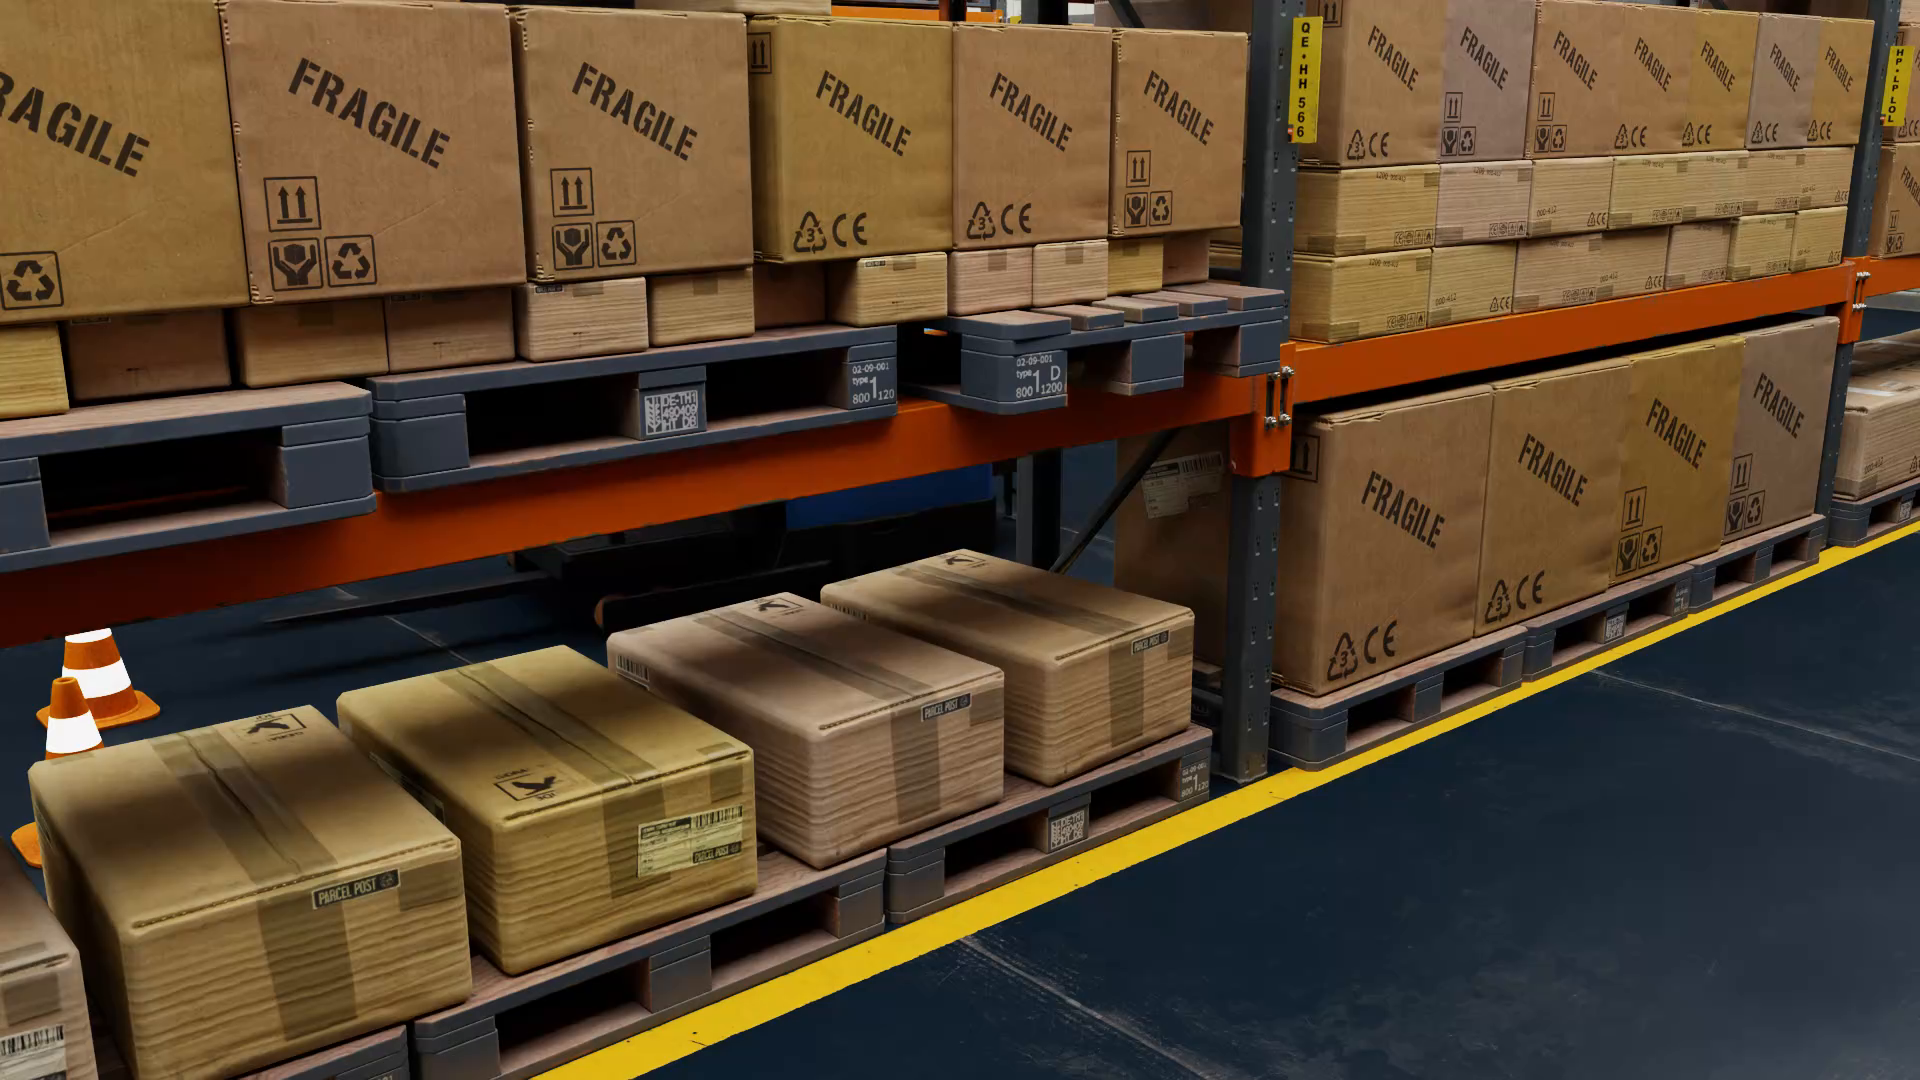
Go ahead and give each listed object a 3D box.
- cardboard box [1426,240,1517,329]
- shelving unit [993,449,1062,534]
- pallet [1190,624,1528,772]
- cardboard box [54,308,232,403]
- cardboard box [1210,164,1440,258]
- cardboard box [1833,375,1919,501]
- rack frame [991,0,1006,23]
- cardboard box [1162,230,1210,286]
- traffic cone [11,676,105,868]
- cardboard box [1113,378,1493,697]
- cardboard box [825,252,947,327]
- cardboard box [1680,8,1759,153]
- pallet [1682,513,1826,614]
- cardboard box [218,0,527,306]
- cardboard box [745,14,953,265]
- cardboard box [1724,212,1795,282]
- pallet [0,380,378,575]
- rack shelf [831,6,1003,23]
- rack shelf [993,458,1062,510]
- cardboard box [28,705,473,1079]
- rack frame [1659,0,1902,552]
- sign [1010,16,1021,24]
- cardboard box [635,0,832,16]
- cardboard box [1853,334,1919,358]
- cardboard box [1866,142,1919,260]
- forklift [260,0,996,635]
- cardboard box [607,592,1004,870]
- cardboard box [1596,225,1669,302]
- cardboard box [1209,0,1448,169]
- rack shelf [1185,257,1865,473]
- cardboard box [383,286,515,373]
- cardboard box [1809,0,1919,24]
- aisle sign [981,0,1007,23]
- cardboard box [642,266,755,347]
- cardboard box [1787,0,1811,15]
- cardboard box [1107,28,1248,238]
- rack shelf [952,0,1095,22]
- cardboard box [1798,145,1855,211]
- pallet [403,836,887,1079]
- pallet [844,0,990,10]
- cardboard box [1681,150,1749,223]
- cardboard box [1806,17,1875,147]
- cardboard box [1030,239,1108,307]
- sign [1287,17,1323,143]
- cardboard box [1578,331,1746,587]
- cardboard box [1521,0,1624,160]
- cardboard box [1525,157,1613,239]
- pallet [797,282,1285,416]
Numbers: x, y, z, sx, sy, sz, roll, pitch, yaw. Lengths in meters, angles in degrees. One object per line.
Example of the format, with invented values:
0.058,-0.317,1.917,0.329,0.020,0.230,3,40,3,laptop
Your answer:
1.469,-0.868,5.476,0.500,0.250,0.500,-13,20,-41,cardboard box
0.157,-1.045,7.594,0.503,2.100,0.431,-11,19,-36,shelving unit
1.203,0.413,5.796,1.213,0.211,1.003,-13,19,-39,pallet
-1.476,-0.355,2.940,0.250,0.149,0.380,-11,19,-36,cardboard box
1.104,-1.022,5.087,0.500,0.250,0.500,-13,20,-40,cardboard box
4.121,-0.544,8.124,0.875,0.438,0.875,-13,20,-40,cardboard box
0.089,-4.100,17.287,0.127,3.000,1.000,-13,19,-39,rack frame
0.466,-0.796,4.590,0.250,0.149,0.380,-12,19,-37,cardboard box
-2.442,0.605,4.588,0.334,0.463,0.336,-13,19,-39,traffic cone
1.135,-0.093,5.589,0.875,0.875,0.875,-13,20,-40,cardboard box
-0.243,-0.594,3.836,0.250,0.149,0.380,-12,19,-38,cardboard box
2.624,-1.729,6.279,0.500,0.500,0.500,-12,19,-38,cardboard box
3.044,-0.001,7.343,1.213,0.211,1.003,-13,19,-39,pallet
-1.157,-0.723,3.059,0.500,0.500,0.500,-13,20,-40,cardboard box
-0.364,-0.904,3.738,0.500,0.500,0.500,-14,21,-43,cardboard box
3.019,-1.210,6.757,0.500,0.250,0.500,-13,20,-40,cardboard box
-1.786,-0.146,2.858,1.213,0.211,1.003,-13,19,-39,pallet
-1.420,-4.863,15.725,4.000,0.370,1.077,-13,19,-39,rack shelf
0.157,-0.356,7.779,0.480,0.518,0.431,-11,19,-36,rack shelf
-1.524,0.717,3.532,0.625,0.372,0.950,-11,19,-36,cardboard box
3.577,-1.493,7.528,0.127,3.000,1.000,-13,19,-39,rack frame
0.192,-1.483,5.244,0.005,0.325,0.100,-13,19,-39,sign
-0.490,-1.192,3.559,0.250,0.149,0.380,-14,20,-42,cardboard box
5.477,-0.848,9.263,0.875,0.438,0.875,-12,19,-38,cardboard box
4.103,-1.570,7.622,0.500,0.500,0.500,-12,19,-38,cardboard box
-1.353,-1.200,6.562,3.031,2.935,1.130,-10,18,-32,forklift
-0.425,0.471,4.451,0.625,0.372,0.950,-13,20,-40,cardboard box
2.239,-1.040,6.120,0.500,0.250,0.500,-13,19,-39,cardboard box
1.092,-1.383,4.984,0.500,0.500,0.500,-14,20,-41,cardboard box
2.068,-0.807,6.352,4.000,0.370,1.077,-13,19,-39,rack shelf
-1.067,-0.432,3.228,0.250,0.149,0.380,-12,19,-39,cardboard box
3.985,-2.341,7.313,0.250,0.149,0.380,-13,20,-40,cardboard box
0.340,-5.310,16.779,0.004,0.787,0.394,-13,19,-39,aisle sign
-0.650,-0.518,3.549,0.250,0.149,0.380,-13,20,-41,cardboard box
3.870,-2.476,7.818,0.250,0.149,0.380,-12,19,-38,cardboard box
0.399,-1.079,4.395,0.500,0.500,0.500,-13,20,-41,cardboard box
1.760,-3.880,12.046,4.000,0.370,1.077,-13,19,-39,rack shelf
3.404,-1.540,7.026,0.500,0.250,0.500,-13,20,-39,cardboard box
-0.951,0.869,4.087,1.213,0.211,1.003,-13,19,-39,pallet
-0.464,-5.379,16.434,1.213,0.211,1.003,-13,19,-39,pallet
2.645,-1.365,6.371,0.500,0.250,0.500,-12,19,-38,cardboard box
3.405,-1.900,6.920,0.500,0.500,0.500,-12,19,-38,cardboard box
0.151,-0.685,4.175,0.250,0.149,0.380,-13,20,-40,cardboard box
0.923,-1.233,4.462,0.005,0.325,0.100,-13,19,-39,sign
2.485,-0.394,6.718,0.875,0.875,0.875,-12,19,-38,cardboard box
1.860,-1.553,5.622,0.500,0.500,0.500,-12,19,-38,cardboard box
1.878,-1.192,5.721,0.500,0.250,0.500,-13,20,-40,cardboard box
0.092,-0.581,4.486,1.003,0.211,1.213,-13,19,-39,pallet
